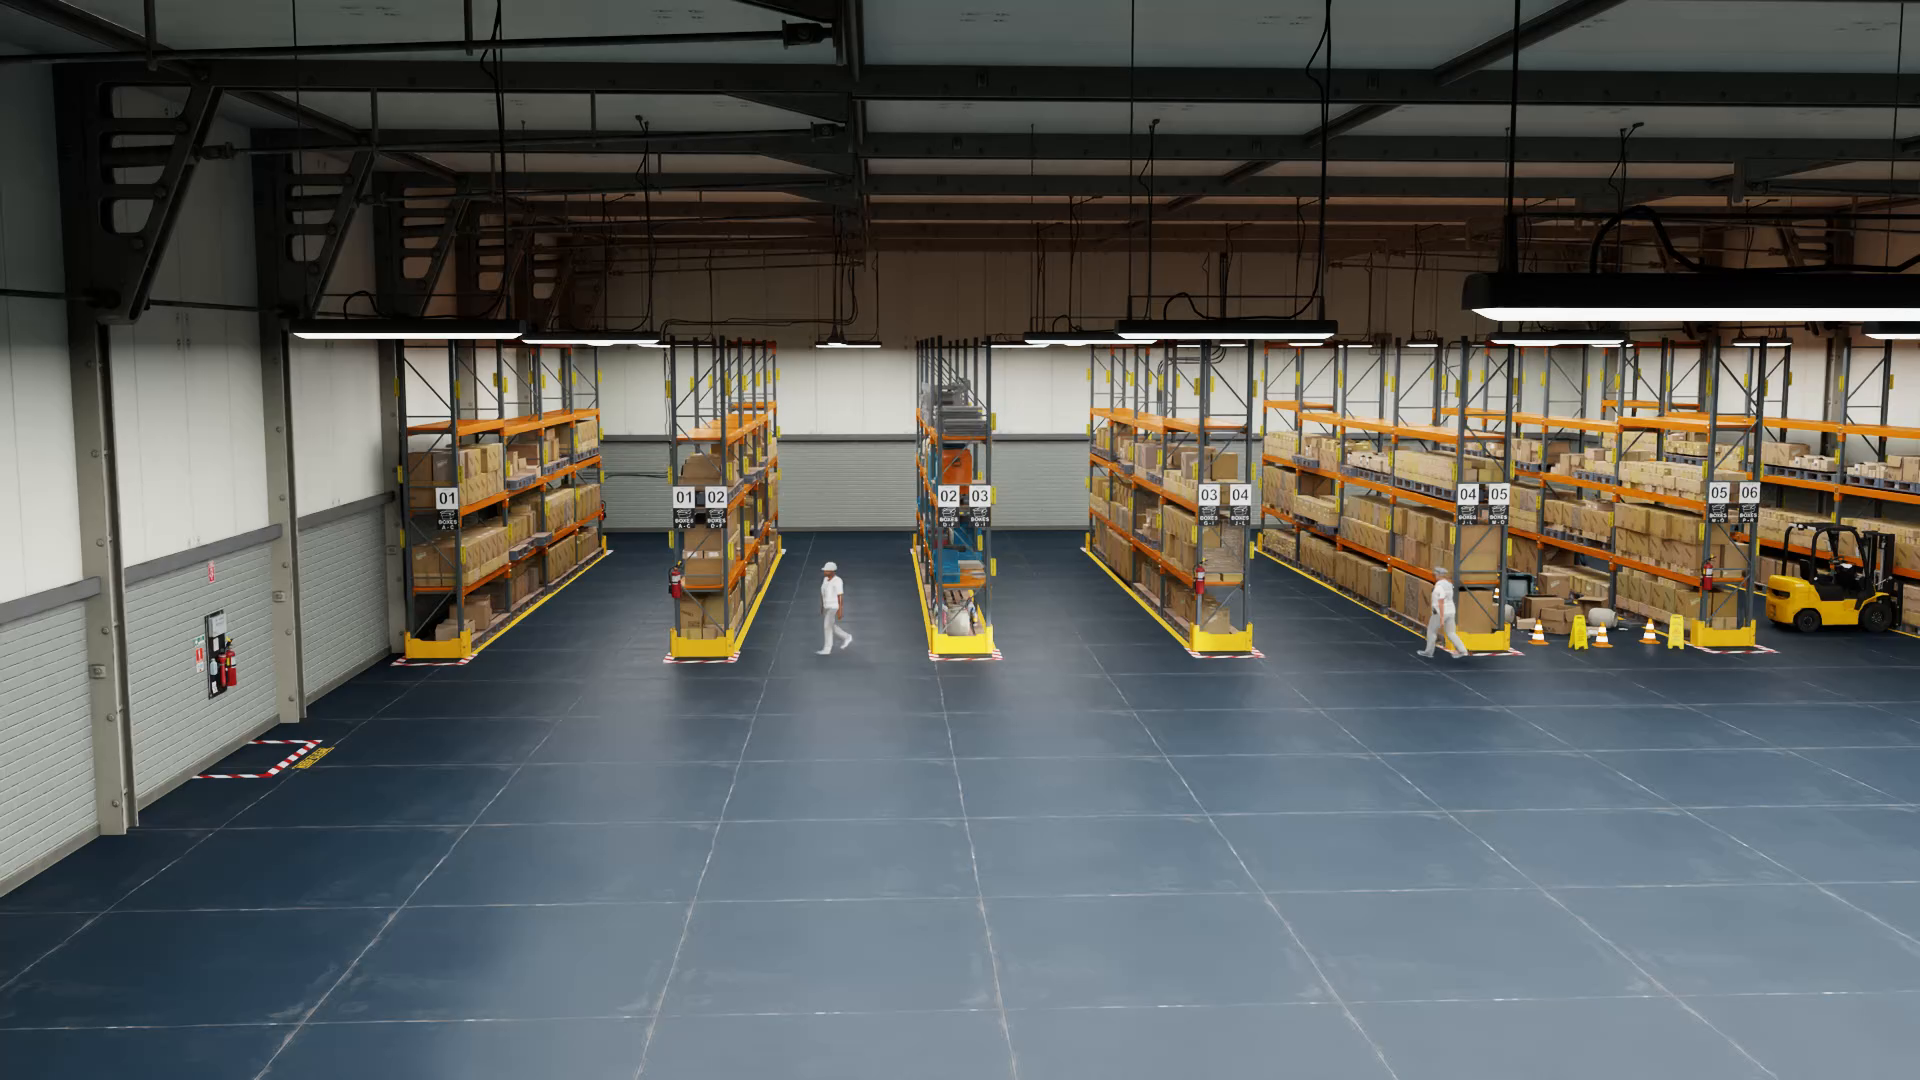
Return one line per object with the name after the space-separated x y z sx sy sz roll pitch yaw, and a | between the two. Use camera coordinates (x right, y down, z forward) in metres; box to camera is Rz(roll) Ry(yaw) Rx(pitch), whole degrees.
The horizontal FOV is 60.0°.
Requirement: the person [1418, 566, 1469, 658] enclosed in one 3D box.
9.015 1.364 30.903 0.545 1.717 1.012 -4 8 -34 | person

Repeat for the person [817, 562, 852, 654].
-2.390 1.278 31.559 0.824 1.753 0.660 -3 7 -28 | person

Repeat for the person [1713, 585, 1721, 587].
16.314 0.781 36.085 0.566 1.720 0.537 -1 7 -5 | person

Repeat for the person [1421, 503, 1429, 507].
14.471 -0.990 51.626 0.480 1.778 0.585 -3 7 -27 | person

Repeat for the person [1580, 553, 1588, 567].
16.151 0.066 42.995 0.483 1.578 0.538 -2 7 -20 | person
